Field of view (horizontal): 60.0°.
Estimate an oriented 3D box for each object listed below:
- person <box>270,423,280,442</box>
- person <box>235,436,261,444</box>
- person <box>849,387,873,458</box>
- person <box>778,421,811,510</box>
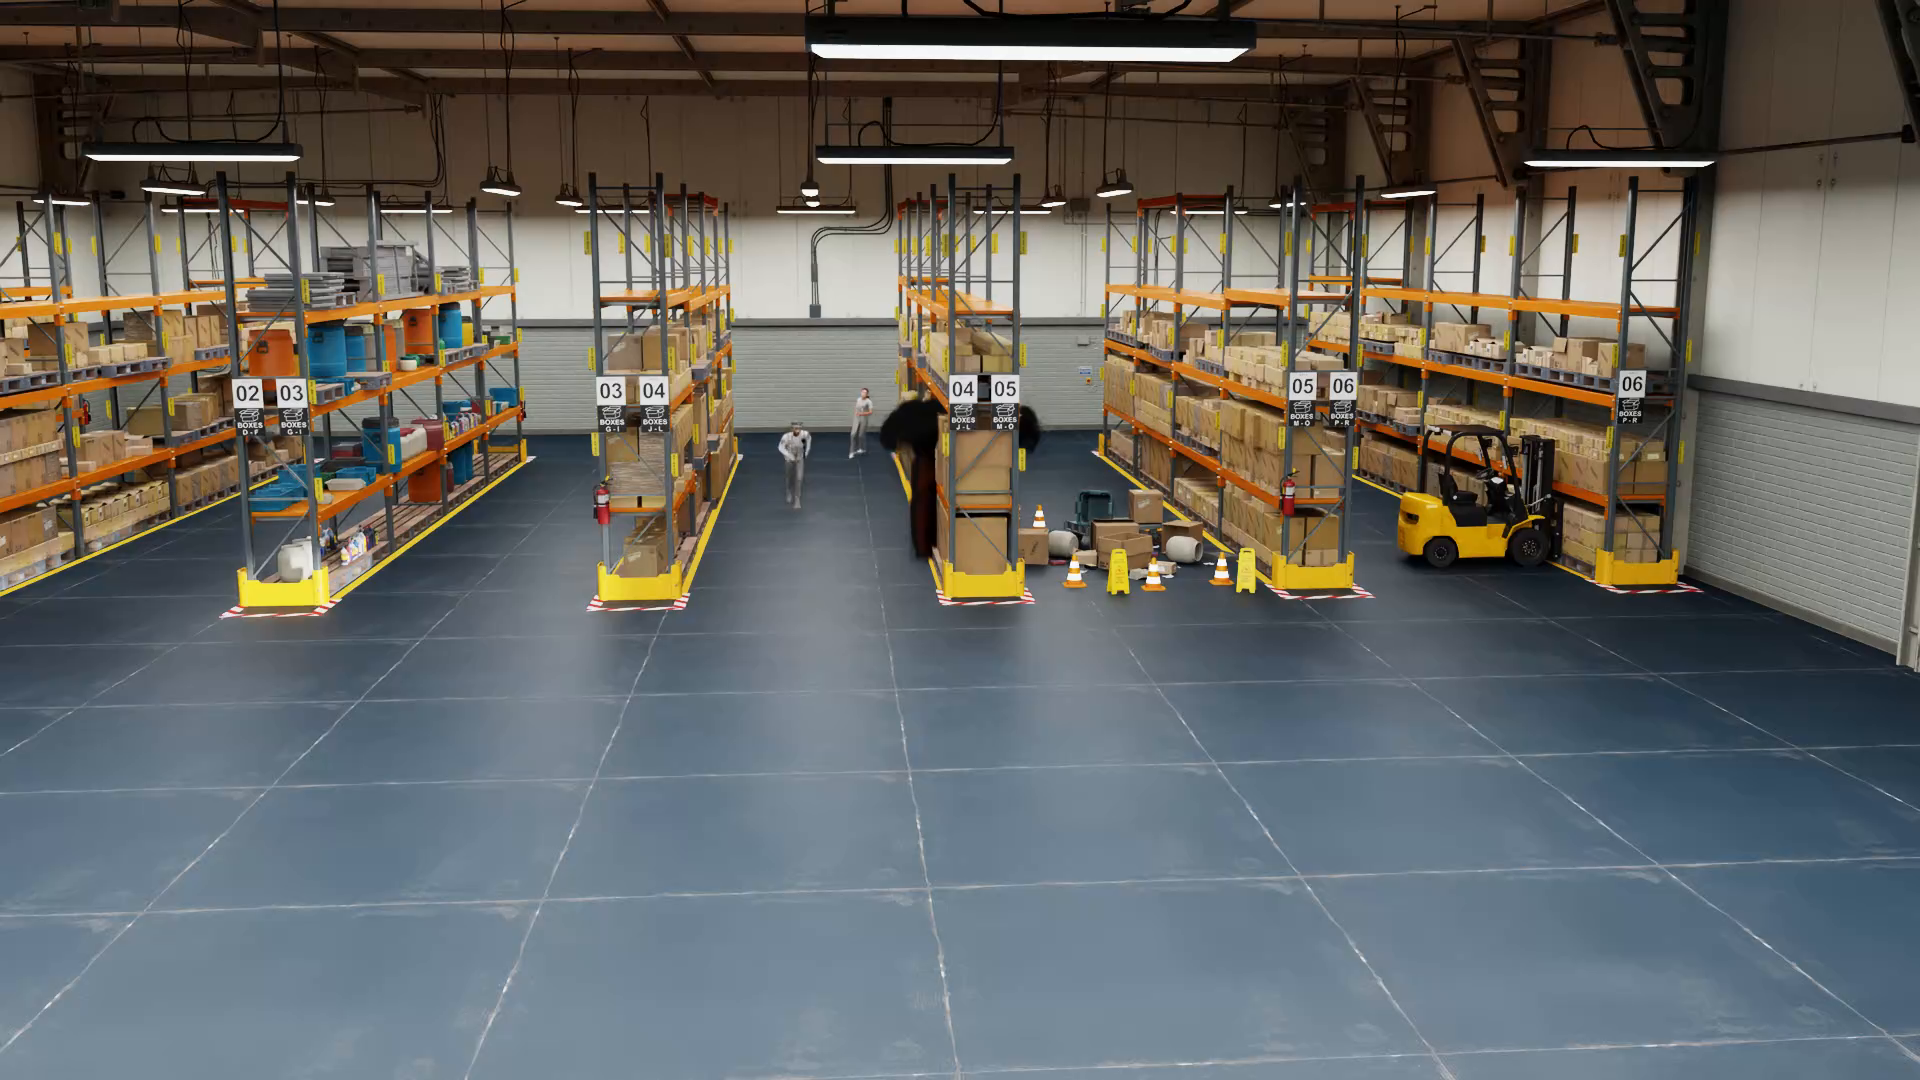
[{"bbox_3d":[-16.264,-2.860,39.926,0.811,1.755,0.725,2,10,12],"label":"person"},{"bbox_3d":[-16.951,-2.825,39.678,0.908,1.704,0.650,0,10,1],"label":"person"},{"bbox_3d":[-2.318,-2.818,39.949,0.553,1.705,0.719,3,11,19],"label":"person"},{"bbox_3d":[-3.087,-1.438,30.954,0.651,1.622,0.939,-4,11,-19],"label":"person"}]
